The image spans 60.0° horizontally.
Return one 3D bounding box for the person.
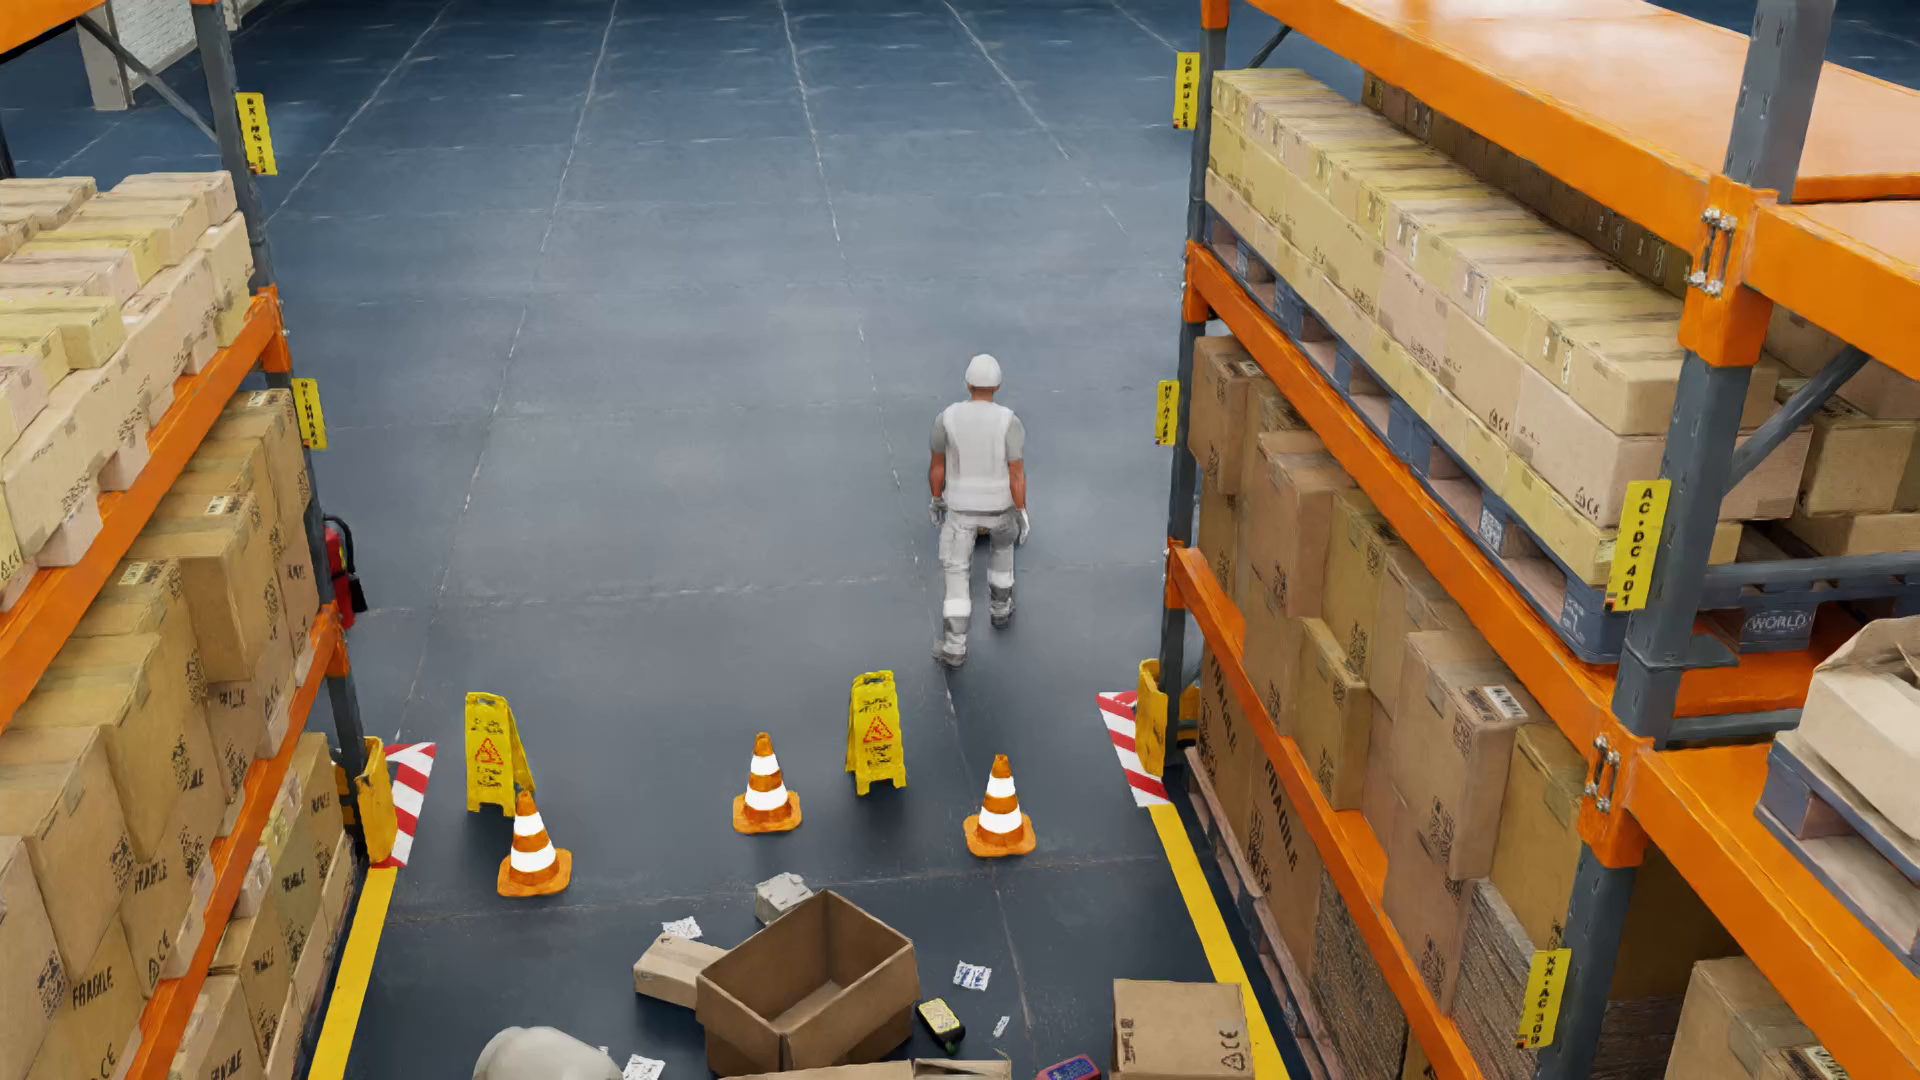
[{"bbox_3d":[0.107,-0.187,9.484,0.583,1.733,0.919,1,27,3],"label":"person"}]
